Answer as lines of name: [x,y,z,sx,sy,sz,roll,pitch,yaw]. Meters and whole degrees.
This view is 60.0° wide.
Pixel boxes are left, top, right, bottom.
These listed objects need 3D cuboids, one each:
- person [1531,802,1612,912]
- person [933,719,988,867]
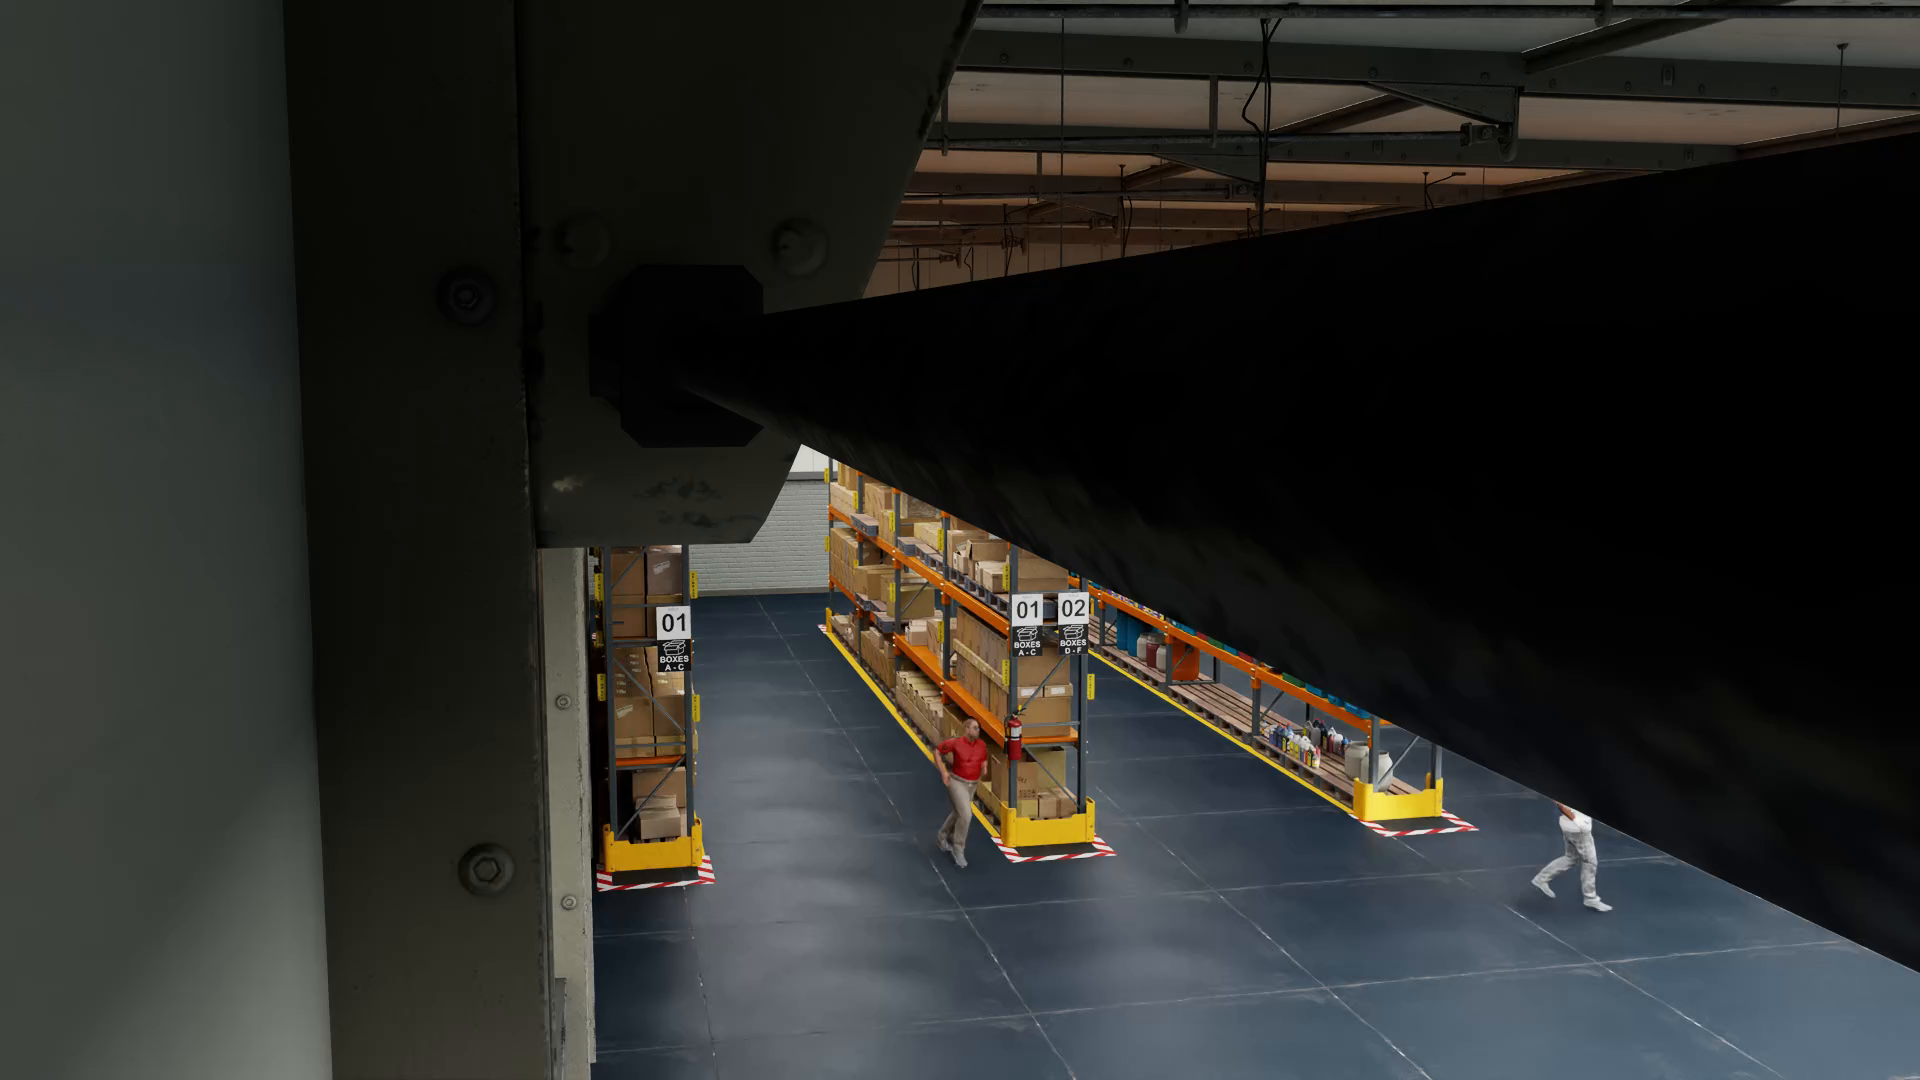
person: [6.900,3.234,18.611,0.823,1.790,0.678,2,7,14]
person: [0.028,3.073,20.516,0.699,1.750,0.773,-7,9,-44]
